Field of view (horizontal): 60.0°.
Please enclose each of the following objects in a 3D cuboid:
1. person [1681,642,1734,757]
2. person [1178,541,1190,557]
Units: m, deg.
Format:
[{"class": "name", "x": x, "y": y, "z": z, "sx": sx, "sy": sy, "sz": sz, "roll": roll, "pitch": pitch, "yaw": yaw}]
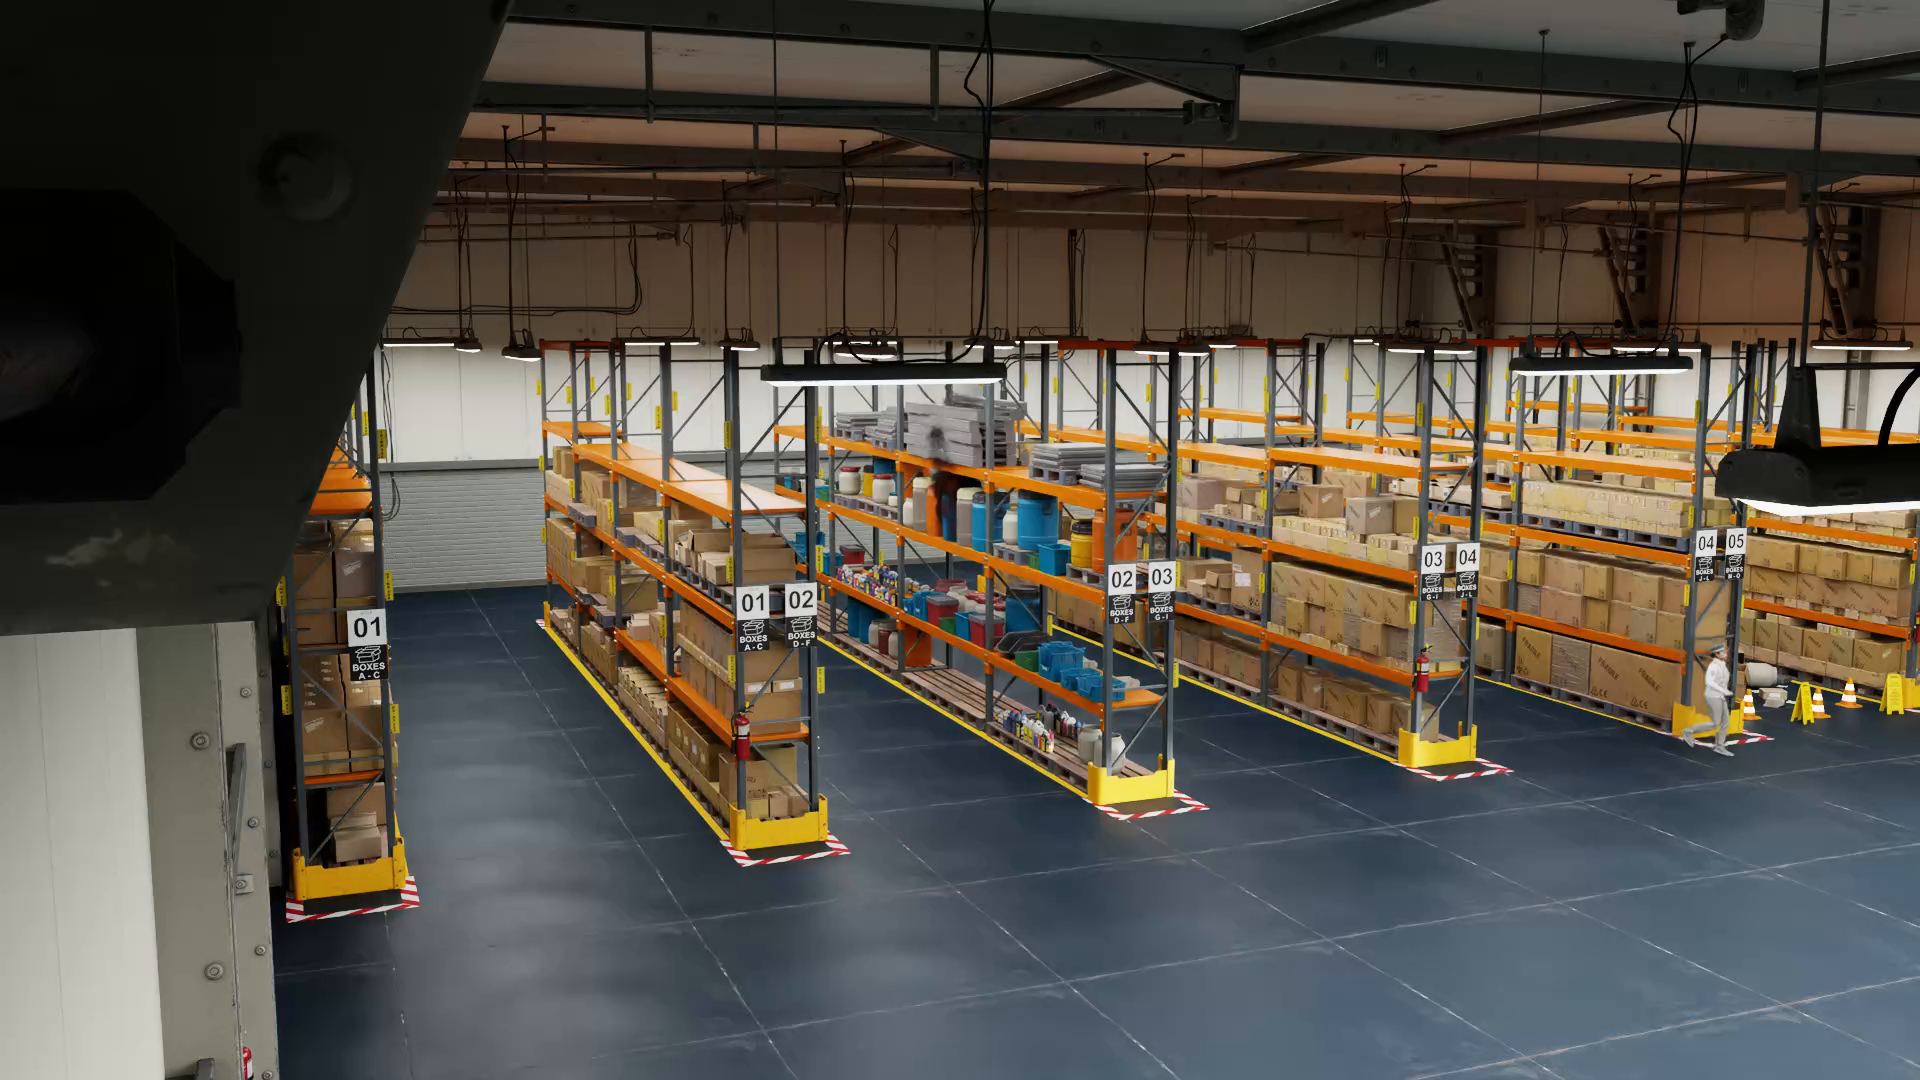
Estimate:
[{"class": "person", "x": 11.067, "y": 2.328, "z": 24.526, "sx": 0.734, "sy": 1.703, "sz": 0.638, "roll": 3, "pitch": 8, "yaw": 24}, {"class": "person", "x": 5.718, "y": 0.058, "z": 41.649, "sx": 0.672, "sy": 1.751, "sz": 0.668, "roll": 2, "pitch": 8, "yaw": 12}]
